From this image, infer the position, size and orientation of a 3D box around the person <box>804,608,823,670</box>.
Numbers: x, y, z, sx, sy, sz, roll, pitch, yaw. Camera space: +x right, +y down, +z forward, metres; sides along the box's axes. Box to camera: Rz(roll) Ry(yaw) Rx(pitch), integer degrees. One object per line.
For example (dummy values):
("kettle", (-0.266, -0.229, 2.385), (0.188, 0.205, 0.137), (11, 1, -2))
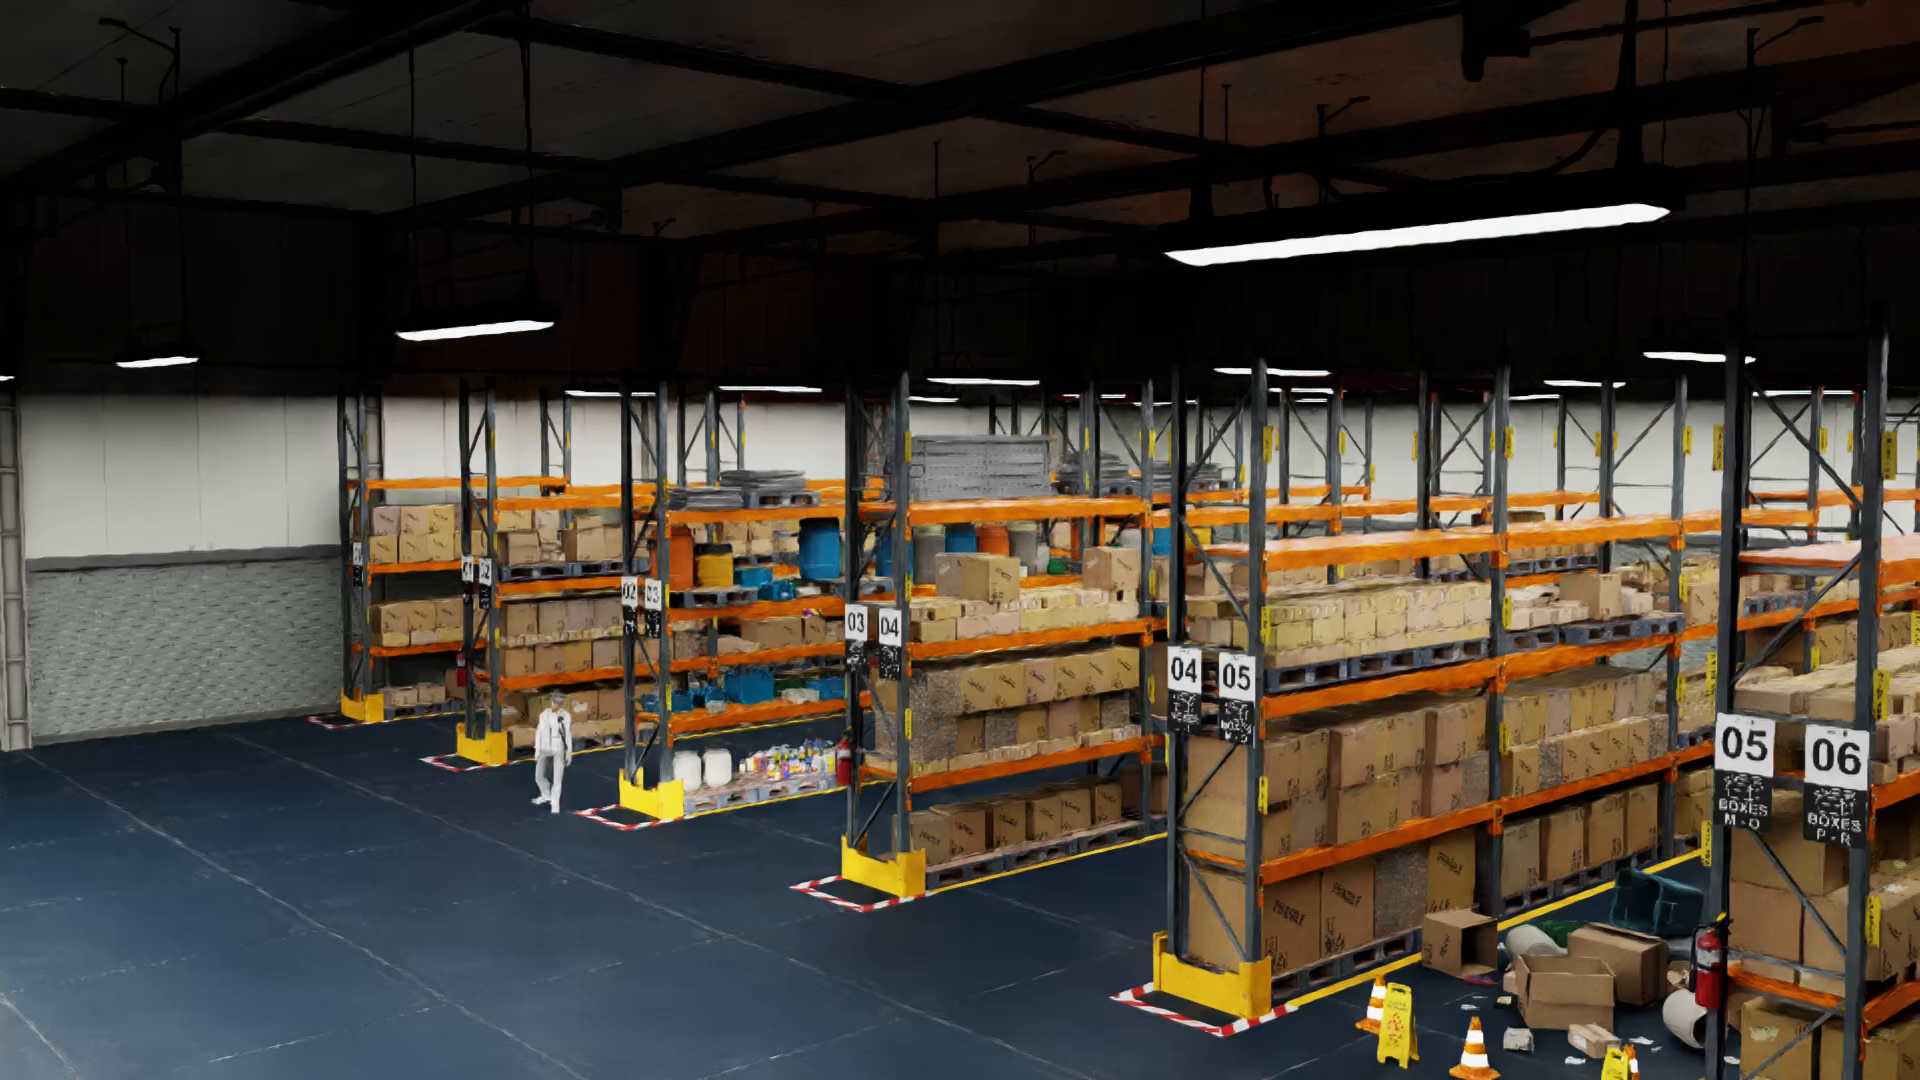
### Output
("person", (-2.997, 1.979, 34.797), (0.464, 1.772, 0.645), (2, 4, 27))

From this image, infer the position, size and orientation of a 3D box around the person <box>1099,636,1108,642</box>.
("person", (2.768, 2.140, 33.268), (0.346, 1.671, 0.540), (3, 5, 35))

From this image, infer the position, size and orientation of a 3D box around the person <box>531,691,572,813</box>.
("person", (-5.579, 2.862, 22.683), (0.659, 1.647, 0.509), (0, 4, 7))
